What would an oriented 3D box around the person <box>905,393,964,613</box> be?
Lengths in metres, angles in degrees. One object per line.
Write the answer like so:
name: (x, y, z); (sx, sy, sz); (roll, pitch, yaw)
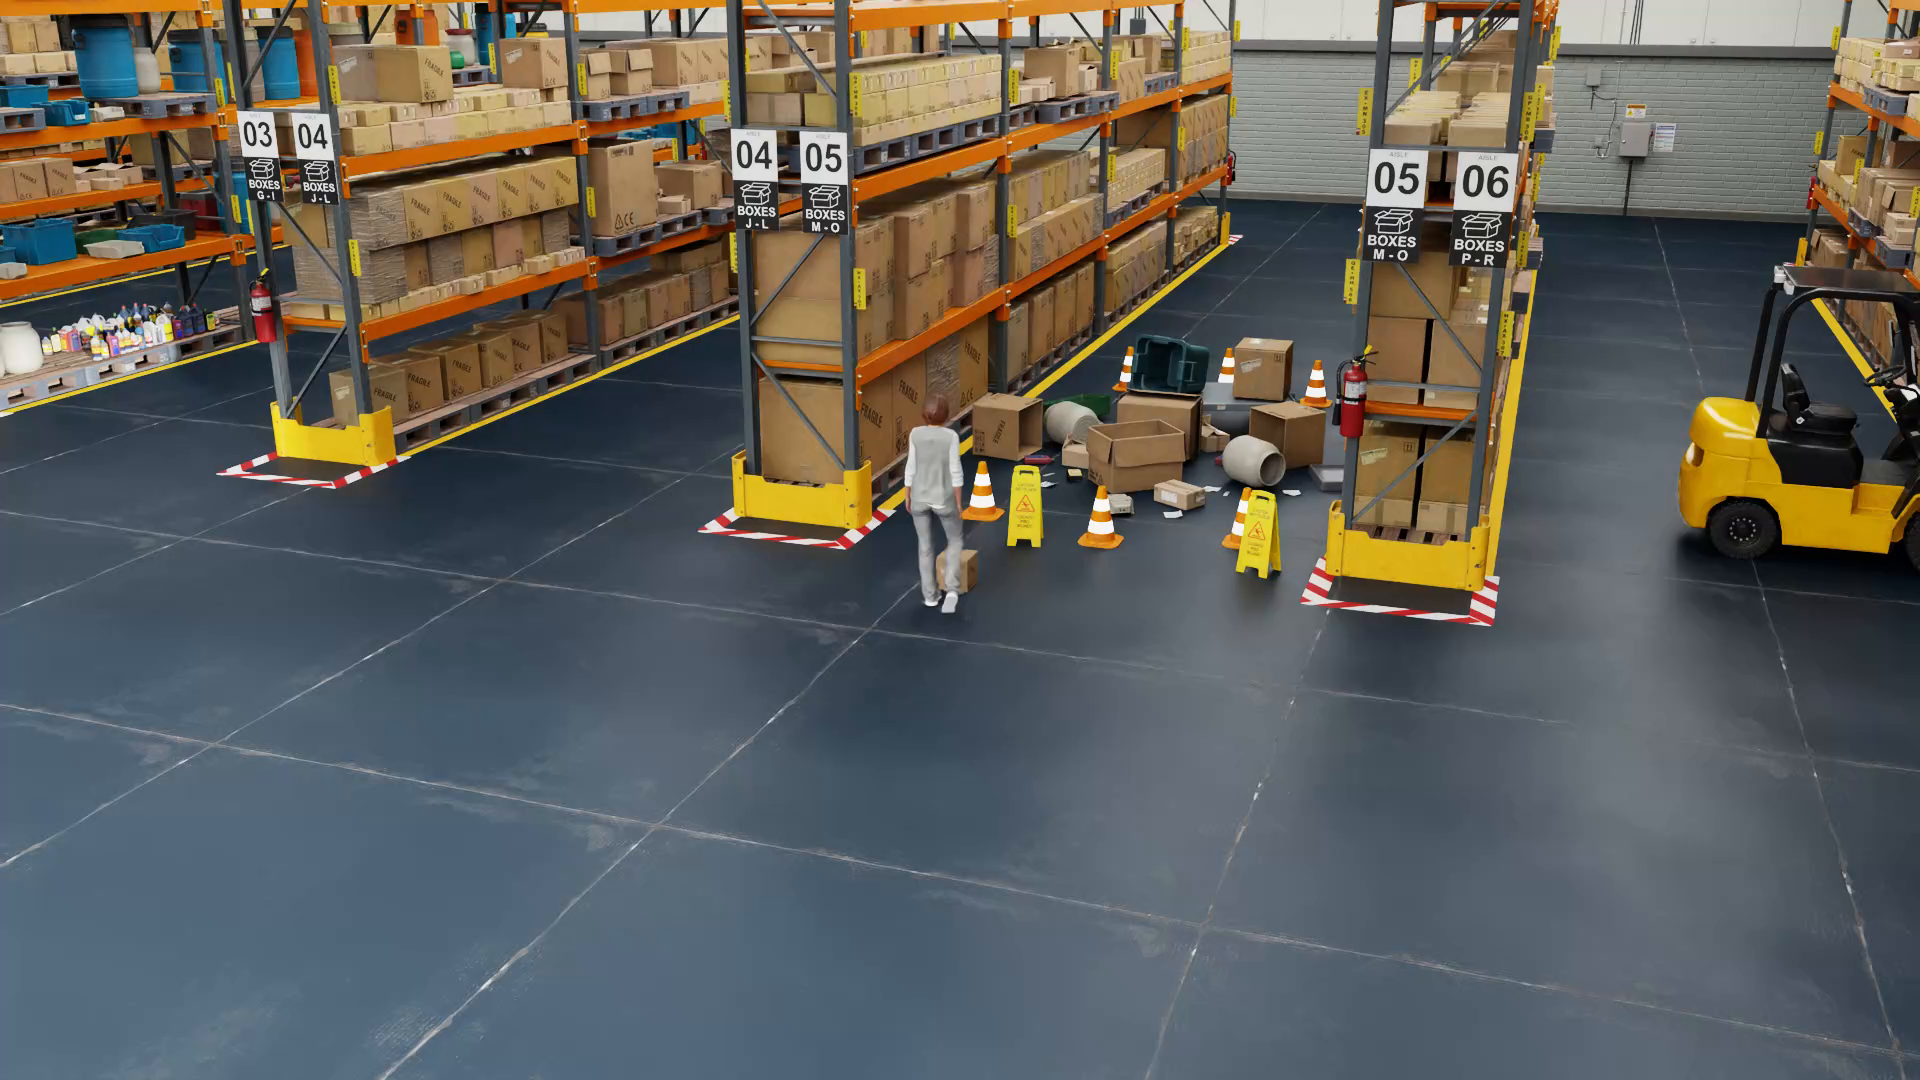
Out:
person: (-0.180, -0.269, 11.843); (0.444, 1.585, 0.467); (4, 19, 11)
